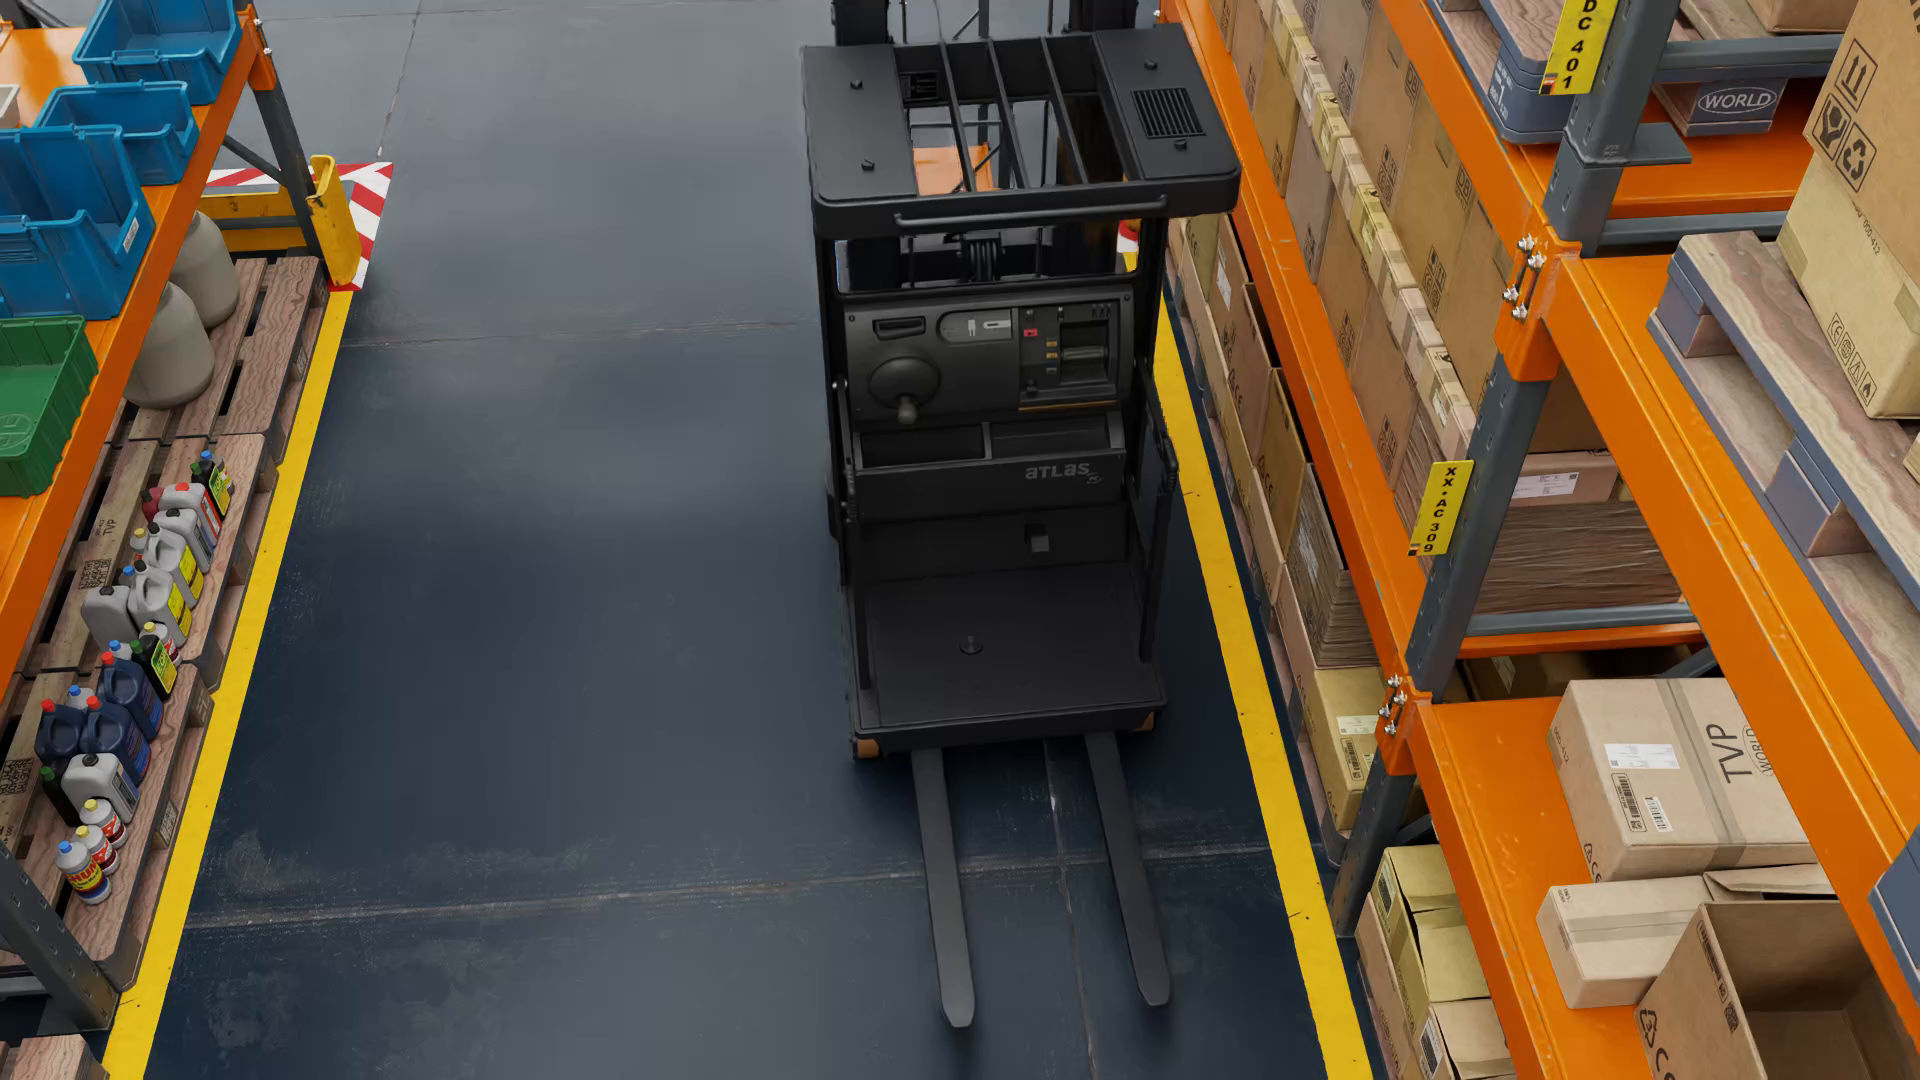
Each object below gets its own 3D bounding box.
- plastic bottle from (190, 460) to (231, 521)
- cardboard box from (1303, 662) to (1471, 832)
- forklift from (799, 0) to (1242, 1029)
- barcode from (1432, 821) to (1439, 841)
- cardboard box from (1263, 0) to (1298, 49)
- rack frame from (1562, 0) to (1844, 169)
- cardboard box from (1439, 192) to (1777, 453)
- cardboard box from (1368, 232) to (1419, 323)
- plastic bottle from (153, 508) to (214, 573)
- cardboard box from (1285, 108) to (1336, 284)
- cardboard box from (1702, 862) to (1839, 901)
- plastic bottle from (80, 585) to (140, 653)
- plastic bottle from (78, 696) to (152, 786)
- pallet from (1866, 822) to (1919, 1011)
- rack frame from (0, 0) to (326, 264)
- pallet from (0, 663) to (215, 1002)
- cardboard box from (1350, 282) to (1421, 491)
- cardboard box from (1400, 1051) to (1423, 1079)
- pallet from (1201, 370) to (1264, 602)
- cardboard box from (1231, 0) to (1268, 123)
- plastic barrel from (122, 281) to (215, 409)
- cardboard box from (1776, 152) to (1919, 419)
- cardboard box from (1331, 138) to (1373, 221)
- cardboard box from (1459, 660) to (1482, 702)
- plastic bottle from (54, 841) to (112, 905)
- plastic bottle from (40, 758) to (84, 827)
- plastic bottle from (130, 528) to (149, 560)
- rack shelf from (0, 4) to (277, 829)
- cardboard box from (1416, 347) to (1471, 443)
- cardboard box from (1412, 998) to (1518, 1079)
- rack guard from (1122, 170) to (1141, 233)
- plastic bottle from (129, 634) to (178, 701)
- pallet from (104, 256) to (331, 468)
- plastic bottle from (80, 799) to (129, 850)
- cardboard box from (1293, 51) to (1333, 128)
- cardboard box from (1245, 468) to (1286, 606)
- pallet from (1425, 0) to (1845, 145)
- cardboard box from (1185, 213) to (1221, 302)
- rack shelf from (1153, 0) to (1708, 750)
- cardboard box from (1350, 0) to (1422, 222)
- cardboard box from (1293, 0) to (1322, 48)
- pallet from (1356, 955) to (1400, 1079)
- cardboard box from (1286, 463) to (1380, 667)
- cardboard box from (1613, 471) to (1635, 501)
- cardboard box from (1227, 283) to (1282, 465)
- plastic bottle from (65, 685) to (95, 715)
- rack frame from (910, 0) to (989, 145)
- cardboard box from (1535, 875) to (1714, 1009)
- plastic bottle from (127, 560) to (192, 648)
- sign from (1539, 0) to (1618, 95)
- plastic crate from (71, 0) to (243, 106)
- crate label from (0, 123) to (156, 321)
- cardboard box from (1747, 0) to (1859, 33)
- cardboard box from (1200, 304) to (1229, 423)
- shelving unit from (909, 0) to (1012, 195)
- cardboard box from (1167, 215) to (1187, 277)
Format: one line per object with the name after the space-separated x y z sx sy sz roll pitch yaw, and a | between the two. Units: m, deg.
-2.916 -0.213 6.453 0.061 0.283 0.133 -2 47 -2 | plastic bottle
1.480 0.693 5.632 0.500 0.250 0.500 -3 47 -3 | cardboard box
0.127 -0.495 5.200 1.130 2.935 3.031 -5 47 -5 | forklift
1.343 0.803 4.681 0.001 0.075 0.075 -3 47 -3 | barcode
1.308 -1.893 5.961 0.380 0.149 0.250 -5 47 -5 | cardboard box
1.737 -1.848 2.303 1.000 3.000 0.127 -3 47 -3 | rack frame
1.694 -0.587 4.277 0.700 0.500 0.500 -3 47 -3 | cardboard box
1.435 -0.785 4.912 0.380 0.149 0.250 -4 47 -3 | cardboard box
-2.938 -0.009 6.266 0.152 0.276 0.135 -5 47 -4 | plastic bottle
1.561 -1.255 5.804 0.700 0.500 0.500 -2 47 -2 | cardboard box
1.994 0.886 3.938 0.396 0.266 0.258 -5 47 -4 | cardboard box
-3.050 0.272 5.999 0.152 0.276 0.135 -3 47 -3 | plastic bottle
-2.853 0.663 5.577 0.144 0.351 0.185 -2 47 -2 | plastic bottle
1.829 0.848 1.945 1.003 0.211 1.213 -2 47 -1 | pallet
-3.534 -2.381 6.939 1.000 3.000 0.127 -3 47 -3 | rack frame
-3.214 0.983 5.673 1.003 0.211 1.213 -3 47 -3 | pallet
1.643 -0.522 5.109 0.700 0.500 0.500 -4 47 -4 | cardboard box
1.565 1.692 4.686 0.500 0.250 0.500 -2 47 -2 | cardboard box
1.607 -0.289 6.878 1.003 0.211 1.213 -3 47 -3 | pallet
1.477 -1.996 6.505 0.700 0.500 0.500 -2 47 -2 | cardboard box
-3.361 -0.836 6.900 0.421 0.512 0.421 0 47 0 | plastic barrel
1.779 -0.463 2.871 0.500 0.250 0.500 1 47 1 | cardboard box
1.396 -1.145 5.253 0.380 0.149 0.250 -2 47 -2 | cardboard box
2.000 0.662 5.662 0.500 0.250 0.500 -3 47 -3 | cardboard box
-2.789 1.043 5.273 0.097 0.271 0.097 0 47 0 | plastic bottle
-2.950 0.813 5.482 0.061 0.283 0.133 -3 47 -3 | plastic bottle
-3.061 0.037 6.273 0.097 0.201 0.097 0 47 0 | plastic bottle
-3.367 -0.687 5.830 1.077 0.370 4.000 -3 47 -3 | rack shelf
1.482 -0.406 4.553 0.380 0.149 0.250 -4 47 -4 | cardboard box
1.560 1.499 4.482 0.500 0.311 0.500 -4 47 -4 | cardboard box
1.400 -1.837 8.146 1.175 0.500 0.348 -3 47 -3 | rack guard
-2.842 0.428 5.847 0.061 0.283 0.133 -2 47 -2 | plastic bottle
-3.418 -0.782 7.345 1.003 0.211 1.213 -3 47 -3 | pallet
-2.806 0.920 5.437 0.097 0.201 0.097 0 47 0 | plastic bottle
1.348 -1.528 5.615 0.380 0.149 0.250 -3 47 -3 | cardboard box
1.392 -0.030 6.317 0.500 0.250 0.500 -3 47 -3 | cardboard box
1.640 -1.402 4.007 1.003 0.211 1.213 -3 47 -3 | pallet
1.269 -1.373 7.073 0.500 0.500 0.500 -3 47 -3 | cardboard box
1.570 -0.985 6.112 1.077 0.370 4.000 -3 47 -3 | rack shelf
1.609 -1.314 4.967 0.700 0.500 0.500 -4 47 -3 | cardboard box
1.525 -2.038 5.652 0.700 0.500 0.500 -3 47 -3 | cardboard box
1.838 1.704 4.991 1.003 0.211 1.213 -3 47 -3 | pallet
1.450 0.073 5.703 0.500 0.500 0.500 -3 47 -3 | cardboard box
1.907 -0.249 4.404 0.380 0.149 0.250 -4 47 -3 | cardboard box
1.348 -0.649 6.387 0.500 0.500 0.500 -3 47 -3 | cardboard box
-2.986 0.593 5.699 0.097 0.271 0.097 0 47 0 | plastic bottle
-0.126 -1.876 7.494 0.500 1.500 0.032 -3 47 -3 | rack frame
1.607 0.954 3.953 0.380 0.149 0.250 -3 47 -3 | cardboard box
-2.905 0.219 5.998 0.144 0.351 0.185 -4 47 -4 | plastic bottle
1.184 -0.987 3.142 0.100 0.325 0.005 -3 47 -3 | sign
-3.194 -1.986 6.667 0.499 0.251 0.616 -3 47 -3 | plastic crate
-3.111 -1.078 5.681 0.502 0.435 0.616 -3 47 -3 | crate label
1.958 -1.424 3.512 0.500 0.500 0.500 0 47 0 | cardboard box
1.312 -0.754 7.002 0.500 0.250 0.500 -3 47 -3 | cardboard box
-0.090 -1.501 7.139 0.587 1.500 1.083 -3 47 -3 | shelving unit
1.225 -1.477 7.687 0.500 0.250 0.500 -3 47 -3 | cardboard box
